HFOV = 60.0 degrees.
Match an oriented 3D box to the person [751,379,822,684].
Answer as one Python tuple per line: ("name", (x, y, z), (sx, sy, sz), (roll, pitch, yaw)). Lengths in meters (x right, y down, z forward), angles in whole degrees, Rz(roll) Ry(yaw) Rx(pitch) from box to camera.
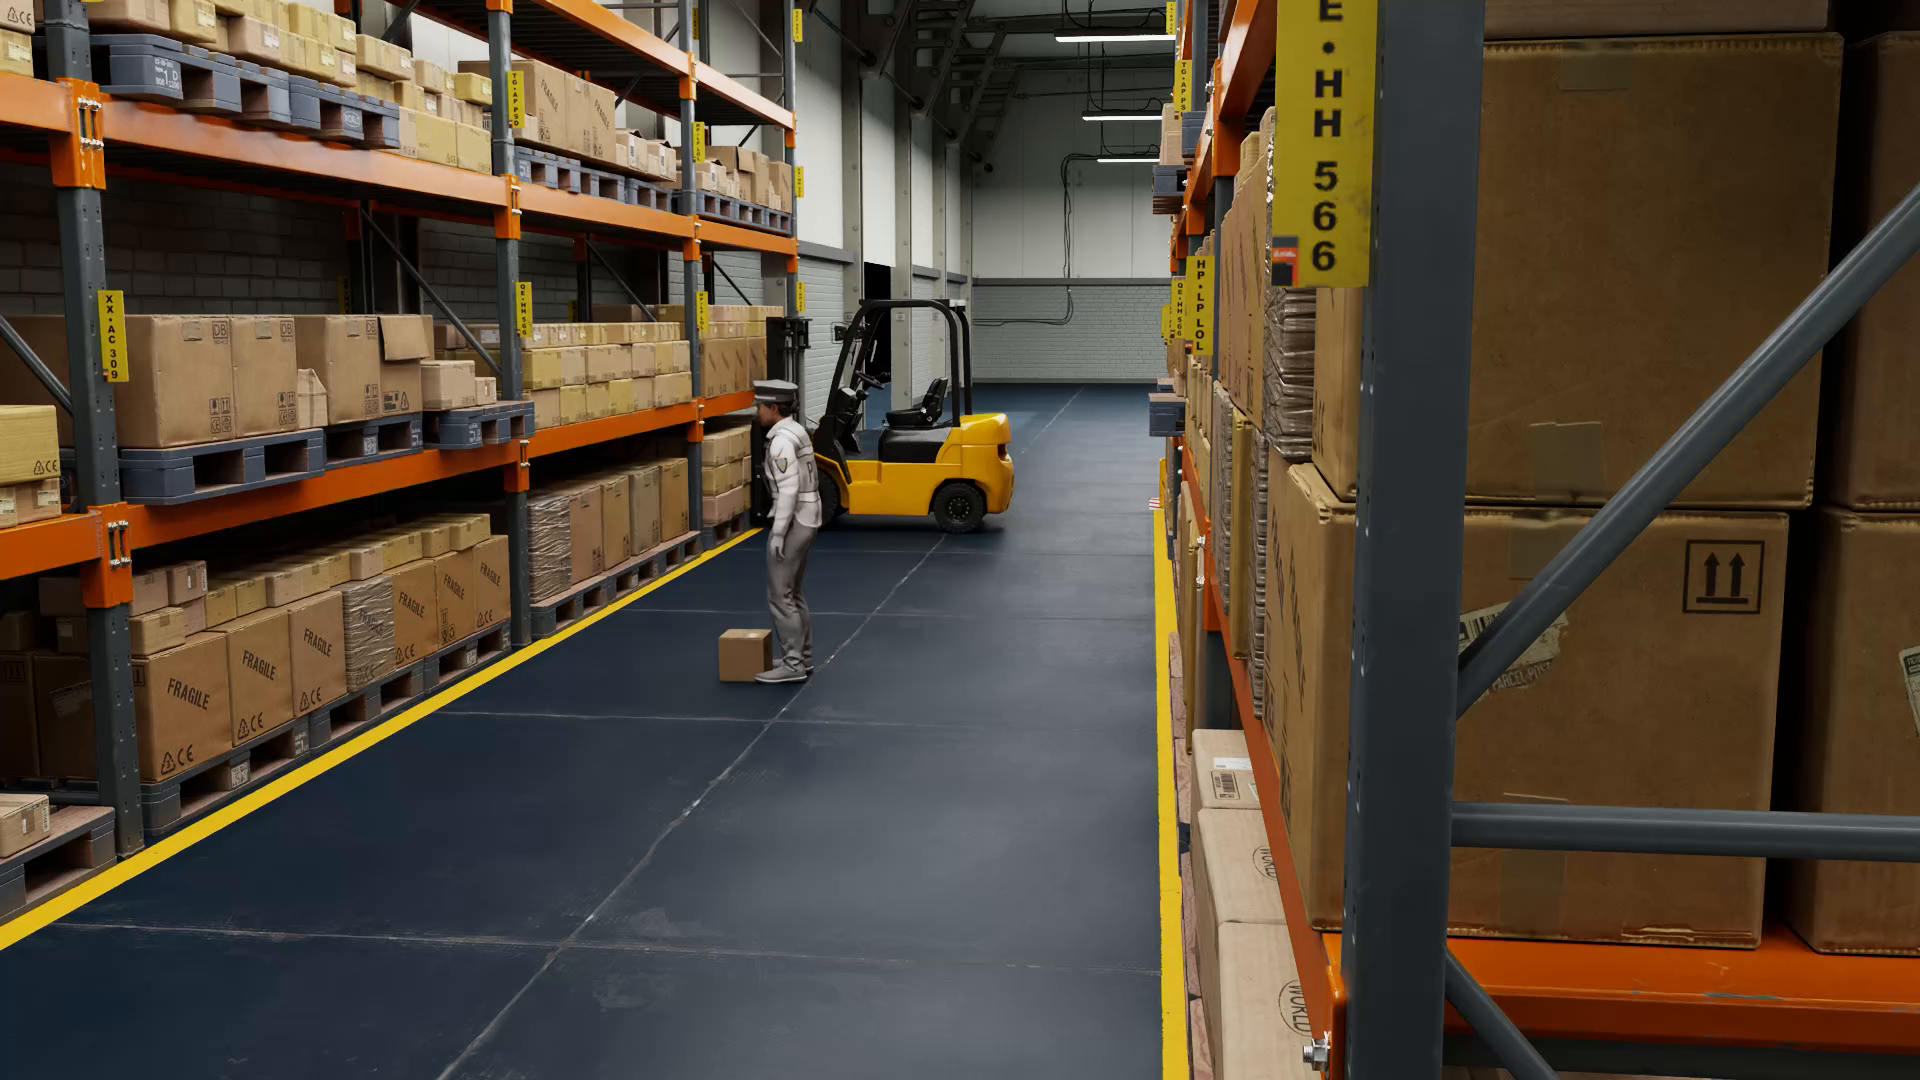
("person", (-0.953, -0.050, 9.172), (0.375, 1.659, 0.527), (1, 8, 4))
